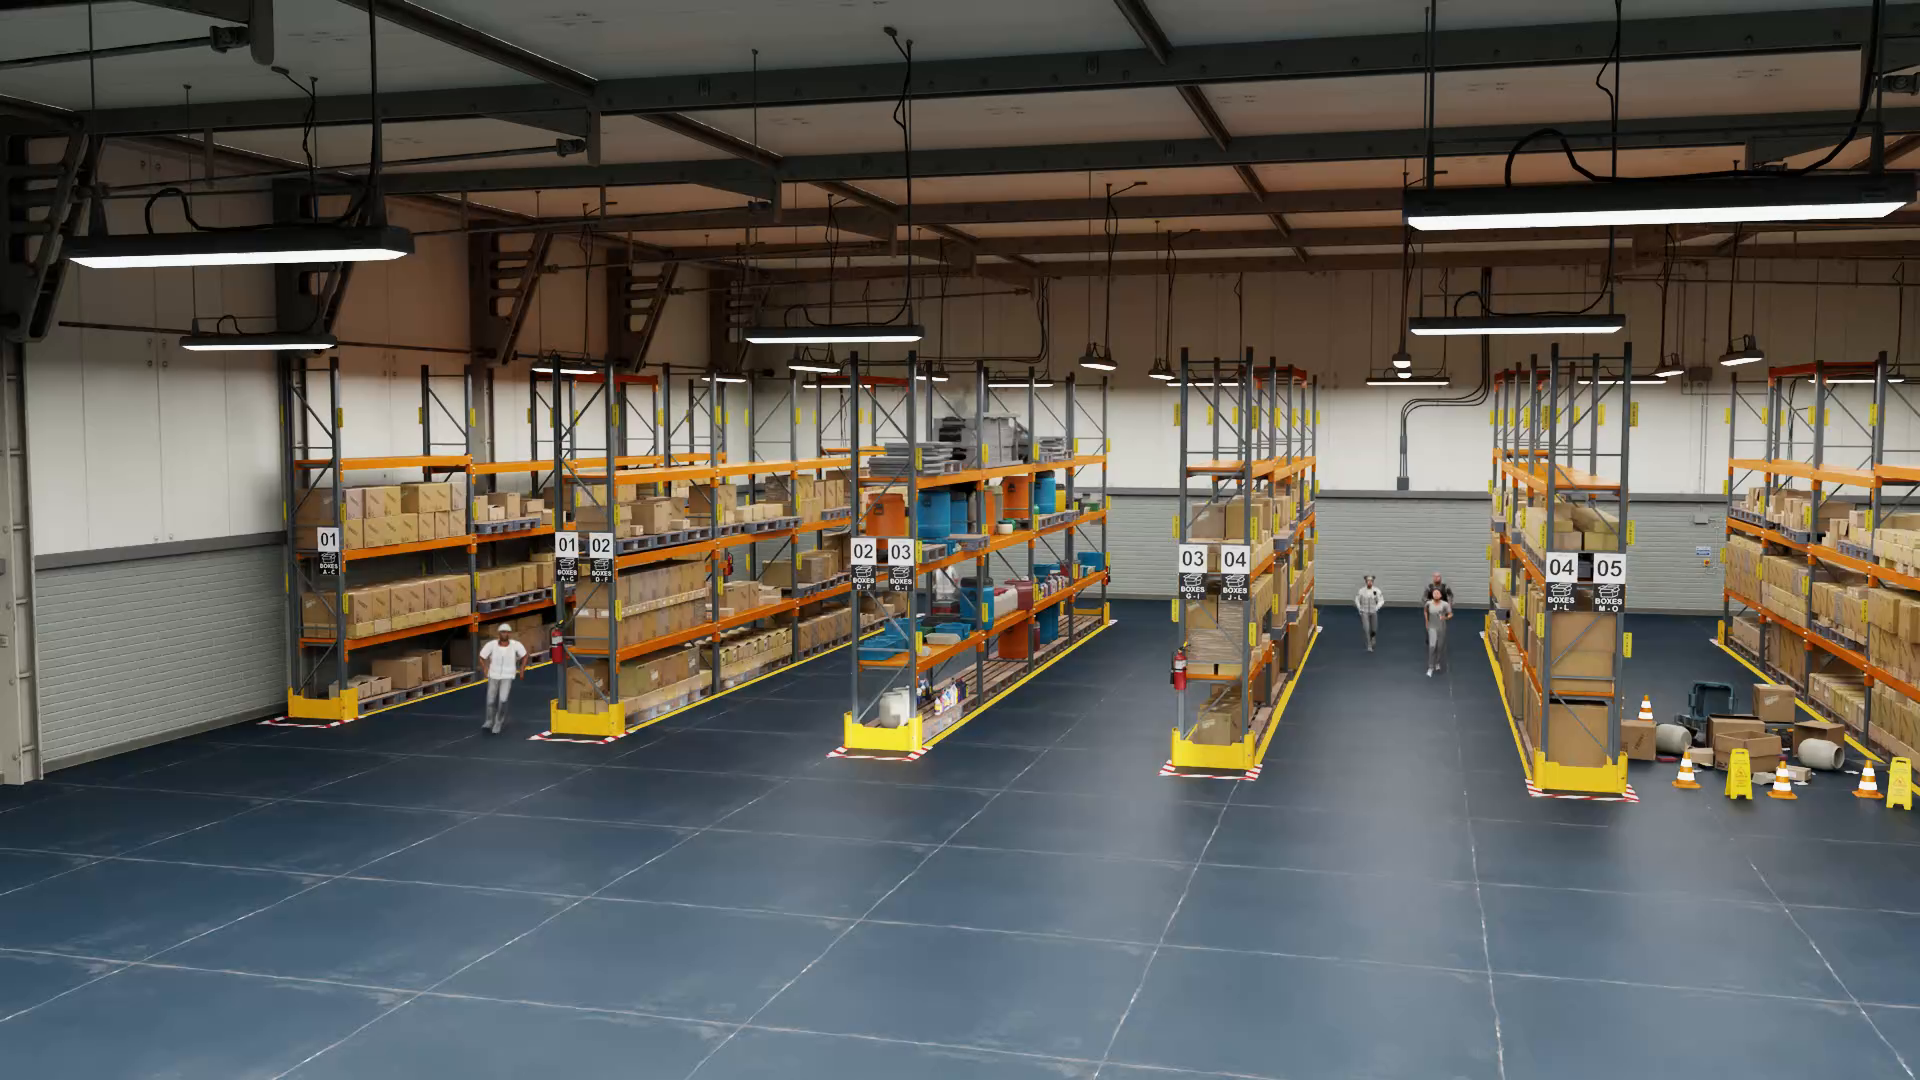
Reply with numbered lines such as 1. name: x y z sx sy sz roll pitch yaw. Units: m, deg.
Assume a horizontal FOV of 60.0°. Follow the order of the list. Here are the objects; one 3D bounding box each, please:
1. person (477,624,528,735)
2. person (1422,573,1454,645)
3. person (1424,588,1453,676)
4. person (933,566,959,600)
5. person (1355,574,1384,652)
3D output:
1. person: -7.286 2.205 26.458 0.767 1.760 0.654 -1 4 -9
2. person: 10.232 1.550 35.629 0.670 1.717 0.840 1 4 14
3. person: 9.344 1.782 32.508 0.561 1.717 0.768 1 4 17
4. person: -0.356 1.240 39.487 0.665 1.748 0.805 1 4 9
5. person: 8.785 1.554 35.707 0.606 1.654 0.599 1 4 13
